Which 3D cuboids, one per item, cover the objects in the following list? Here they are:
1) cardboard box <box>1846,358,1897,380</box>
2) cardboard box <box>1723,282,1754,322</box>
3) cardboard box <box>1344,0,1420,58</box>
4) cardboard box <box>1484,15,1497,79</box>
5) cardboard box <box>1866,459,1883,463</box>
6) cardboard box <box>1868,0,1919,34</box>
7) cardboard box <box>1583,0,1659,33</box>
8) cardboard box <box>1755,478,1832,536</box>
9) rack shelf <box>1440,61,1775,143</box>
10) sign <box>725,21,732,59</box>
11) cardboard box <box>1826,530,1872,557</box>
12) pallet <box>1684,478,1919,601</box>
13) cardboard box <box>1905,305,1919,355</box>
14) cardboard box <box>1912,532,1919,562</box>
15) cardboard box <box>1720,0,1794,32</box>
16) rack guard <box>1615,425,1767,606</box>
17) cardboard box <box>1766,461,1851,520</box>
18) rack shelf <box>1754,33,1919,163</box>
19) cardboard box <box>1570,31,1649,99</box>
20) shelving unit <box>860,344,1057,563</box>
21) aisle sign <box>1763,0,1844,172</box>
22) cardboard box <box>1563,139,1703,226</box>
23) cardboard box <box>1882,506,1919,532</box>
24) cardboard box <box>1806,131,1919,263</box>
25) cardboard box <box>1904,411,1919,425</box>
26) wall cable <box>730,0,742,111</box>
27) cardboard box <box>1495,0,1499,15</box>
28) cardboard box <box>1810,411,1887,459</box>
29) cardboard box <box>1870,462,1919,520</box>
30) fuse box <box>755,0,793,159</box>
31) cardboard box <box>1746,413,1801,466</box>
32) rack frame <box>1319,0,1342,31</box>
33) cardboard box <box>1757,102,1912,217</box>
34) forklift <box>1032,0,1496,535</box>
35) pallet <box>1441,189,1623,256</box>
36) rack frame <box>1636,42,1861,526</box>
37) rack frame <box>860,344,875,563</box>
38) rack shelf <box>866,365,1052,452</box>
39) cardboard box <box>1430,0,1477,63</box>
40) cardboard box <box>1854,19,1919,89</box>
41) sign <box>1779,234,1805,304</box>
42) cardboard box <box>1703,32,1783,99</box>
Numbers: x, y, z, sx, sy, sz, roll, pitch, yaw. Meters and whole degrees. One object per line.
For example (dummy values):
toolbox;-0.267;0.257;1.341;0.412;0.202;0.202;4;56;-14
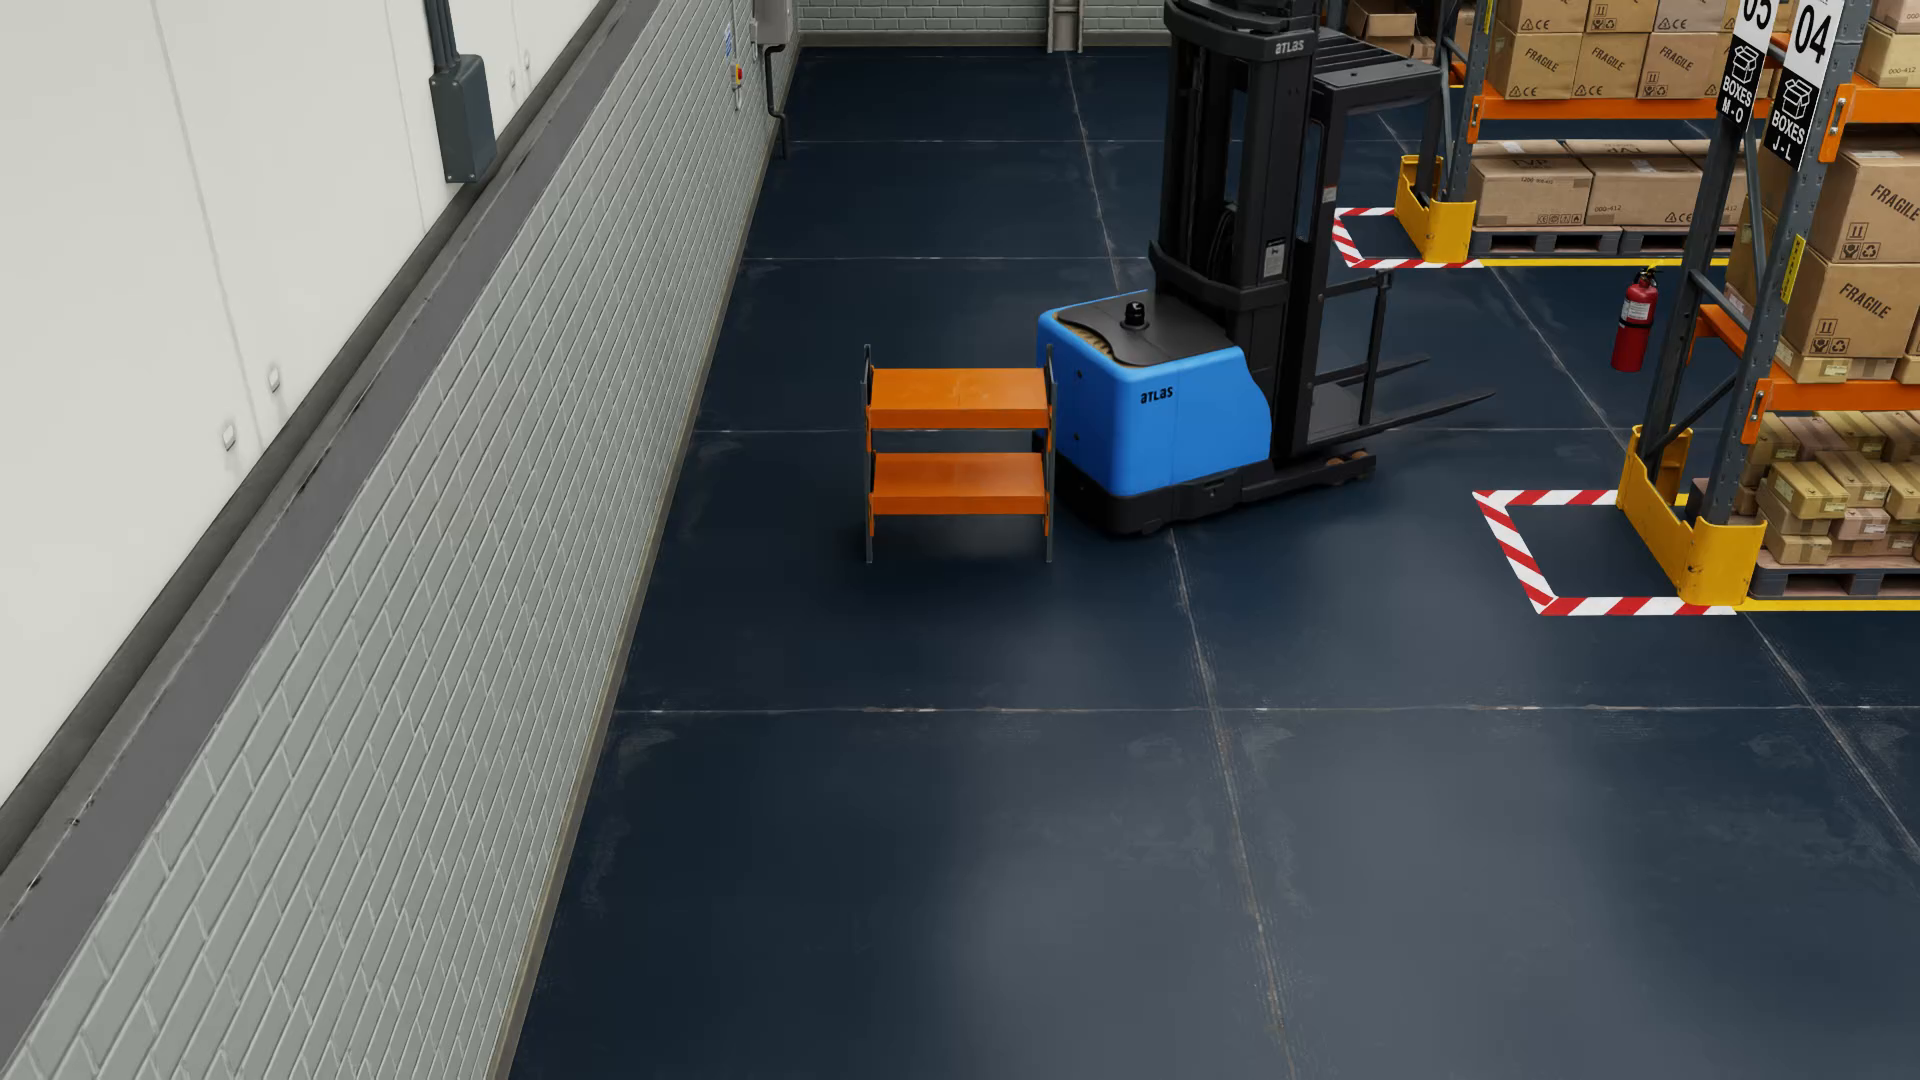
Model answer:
cardboard box;4.621;-0.974;8.595;0.250;0.149;0.380;1;31;1
cardboard box;4.365;-1.269;9.080;0.250;0.149;0.380;0;31;0
cardboard box;4.488;-5.435;17.708;0.637;0.503;0.797;-1;31;-2
cardboard box;4.390;-3.977;13.206;0.500;0.500;0.500;0;31;0
cardboard box;5.086;-0.468;9.576;0.250;0.149;0.380;-1;31;-2
cardboard box;4.491;-2.527;7.683;0.500;0.250;0.500;0;31;0
cardboard box;4.908;-4.125;12.486;0.500;0.500;0.500;-1;31;-2
cardboard box;4.566;-0.185;9.109;0.250;0.149;0.380;1;31;2
rack shelf;5.910;-3.494;13.200;4.000;0.370;1.077;0;31;0
sign;-1.790;-3.856;12.843;0.001;0.218;0.327;0;31;0
cardboard box;4.828;-0.068;9.203;0.250;0.149;0.380;0;31;0
pallet;4.929;-0.021;9.470;1.213;0.211;1.003;0;31;0
cardboard box;5.026;-1.271;8.459;0.500;0.500;0.500;0;31;0
cardboard box;5.332;-0.016;9.118;0.250;0.149;0.380;0;31;0
cardboard box;5.922;-4.133;12.498;0.500;0.500;0.500;0;31;0
rack guard;4.117;-0.160;9.421;0.348;0.500;1.175;0;31;0
cardboard box;4.567;-0.269;8.960;0.250;0.149;0.380;-2;31;-3
rack shelf;6.041;-2.209;8.191;4.000;0.370;1.077;0;31;0
cardboard box;4.897;-3.707;12.761;0.500;0.500;0.500;-1;31;-1
shelving unit;-0.007;-0.481;9.347;1.048;1.125;0.538;0;31;0
aisle sign;3.969;-2.184;7.841;0.004;0.787;0.394;0;31;0
cardboard box;5.484;-2.941;13.660;0.875;0.438;0.875;1;31;1
cardboard box;5.084;-0.203;9.139;0.250;0.149;0.380;0;31;0
cardboard box;4.491;-1.689;8.185;0.500;0.500;0.500;0;31;-1
cardboard box;5.606;-0.612;9.526;0.250;0.149;0.380;1;31;2
wall cable;-1.729;-4.214;12.683;0.123;1.953;0.585;0;31;0
cardboard box;4.390;-4.391;12.924;0.500;0.500;0.500;1;31;1
cardboard box;5.078;-0.614;9.530;0.250;0.149;0.380;-1;31;-1
cardboard box;5.094;-0.266;8.956;0.250;0.149;0.380;0;31;0
fuse box;-1.596;-4.305;15.085;0.414;1.711;0.539;0;31;0
cardboard box;4.568;-0.577;9.468;0.250;0.149;0.380;0;31;0
rack frame;3.876;-6.370;17.247;0.127;3.000;1.000;0;31;0
cardboard box;4.497;-1.956;8.625;0.500;0.500;0.500;-1;31;-1
forklift;1.988;-1.811;9.799;3.031;2.935;1.130;-15;34;-23
pallet;4.709;-2.647;13.798;1.213;0.211;1.003;0;31;0
rack frame;4.041;-1.228;8.772;0.127;3.000;1.000;0;31;0
rack frame;-0.515;-0.479;9.345;0.032;1.125;0.500;0;31;0
rack shelf;-0.007;-0.731;9.195;1.000;0.278;0.538;0;31;0
cardboard box;5.343;-5.416;17.680;0.500;0.500;0.700;1;31;2
cardboard box;4.491;-2.315;7.817;0.500;0.250;0.500;1;31;1
sign;4.044;-1.317;8.083;0.005;0.325;0.100;0;31;0
cardboard box;5.907;-3.710;12.765;0.500;0.500;0.500;1;31;1
